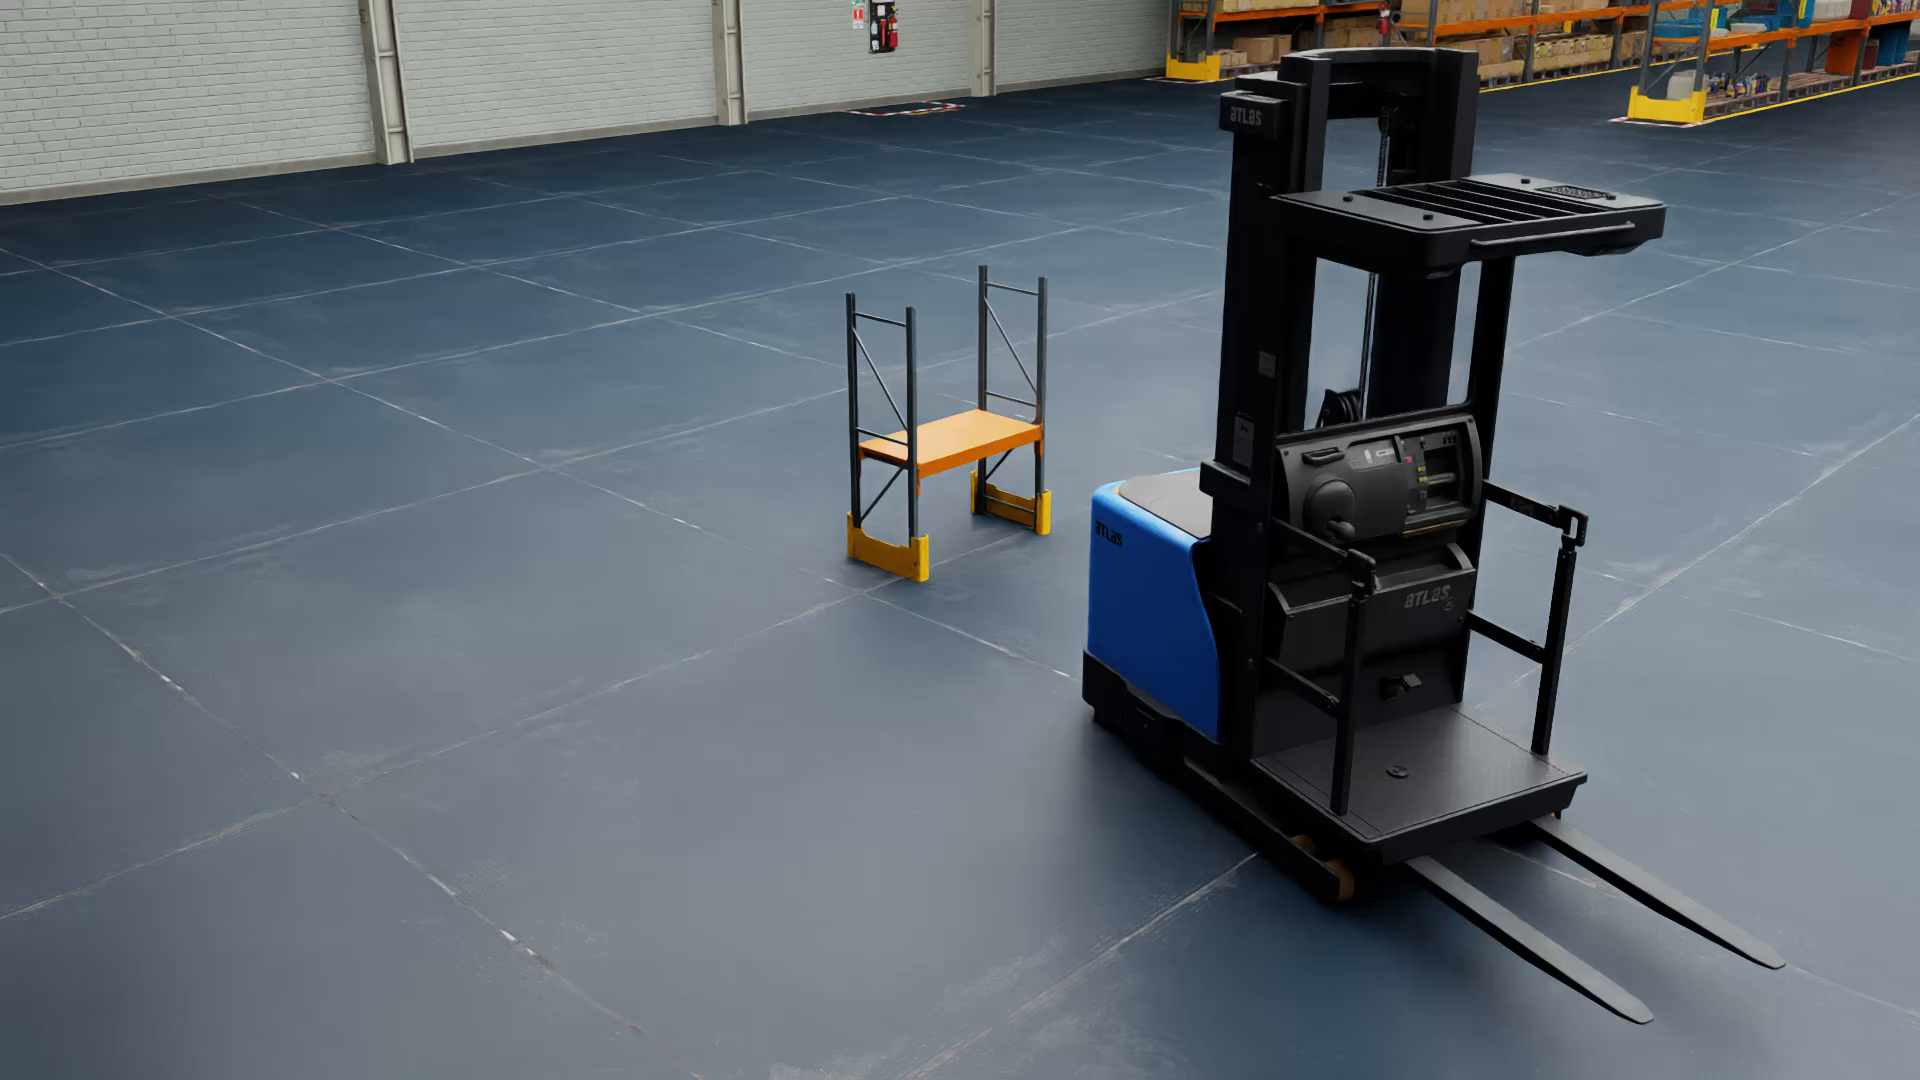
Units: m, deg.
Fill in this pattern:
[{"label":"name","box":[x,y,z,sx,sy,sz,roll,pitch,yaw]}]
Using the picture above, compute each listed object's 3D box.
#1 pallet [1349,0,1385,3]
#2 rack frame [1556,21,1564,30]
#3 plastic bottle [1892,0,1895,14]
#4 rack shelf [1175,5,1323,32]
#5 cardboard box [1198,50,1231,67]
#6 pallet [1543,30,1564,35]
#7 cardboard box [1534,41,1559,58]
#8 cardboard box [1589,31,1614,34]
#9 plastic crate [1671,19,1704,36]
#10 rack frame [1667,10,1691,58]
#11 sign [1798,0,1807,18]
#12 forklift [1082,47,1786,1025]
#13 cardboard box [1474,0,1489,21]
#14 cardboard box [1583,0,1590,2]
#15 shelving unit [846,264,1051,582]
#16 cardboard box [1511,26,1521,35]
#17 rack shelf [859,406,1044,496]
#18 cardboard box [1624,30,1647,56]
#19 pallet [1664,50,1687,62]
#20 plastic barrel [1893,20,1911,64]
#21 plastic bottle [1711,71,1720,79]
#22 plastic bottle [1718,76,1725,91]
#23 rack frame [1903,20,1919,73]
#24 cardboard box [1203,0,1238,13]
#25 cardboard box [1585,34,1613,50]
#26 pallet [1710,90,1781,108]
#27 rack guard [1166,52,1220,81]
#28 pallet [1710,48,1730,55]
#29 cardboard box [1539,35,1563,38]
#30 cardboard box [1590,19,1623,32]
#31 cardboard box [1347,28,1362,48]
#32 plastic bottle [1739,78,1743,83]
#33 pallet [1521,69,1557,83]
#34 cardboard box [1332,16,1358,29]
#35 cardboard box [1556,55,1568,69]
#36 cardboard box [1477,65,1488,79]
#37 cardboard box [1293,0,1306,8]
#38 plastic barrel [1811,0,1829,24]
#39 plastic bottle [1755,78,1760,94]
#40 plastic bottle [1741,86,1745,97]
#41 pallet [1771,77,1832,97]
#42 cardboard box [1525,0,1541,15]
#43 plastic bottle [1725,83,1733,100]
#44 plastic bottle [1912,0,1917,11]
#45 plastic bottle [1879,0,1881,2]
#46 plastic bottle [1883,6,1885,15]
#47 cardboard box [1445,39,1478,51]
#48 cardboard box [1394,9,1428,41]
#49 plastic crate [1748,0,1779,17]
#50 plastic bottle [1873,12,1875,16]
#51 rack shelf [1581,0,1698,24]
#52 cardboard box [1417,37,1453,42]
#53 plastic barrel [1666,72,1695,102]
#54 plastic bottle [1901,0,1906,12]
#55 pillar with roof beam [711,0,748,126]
[{"label":"pallet","box":[8.984,-12.390,37.895,1.003,0.211,1.213,19,28,41]},{"label":"rack frame","box":[15.916,-15.055,44.562,1.000,3.000,0.127,19,28,41]},{"label":"plastic bottle","box":[18.873,-10.809,33.694,0.097,0.271,0.097,0,21,0]},{"label":"rack shelf","box":[6.150,-11.120,35.328,1.077,0.370,4.000,19,28,41]},{"label":"cardboard box","box":[5.302,-10.047,34.669,0.500,0.311,0.500,15,26,35]},{"label":"pallet","box":[15.415,-13.528,44.476,1.003,0.211,1.213,19,28,41]},{"label":"cardboard box","box":[11.917,-10.077,34.076,0.500,0.311,0.500,19,28,40]},{"label":"cardboard box","box":[14.372,-11.097,37.136,0.500,0.500,0.500,-19,28,-40]},{"label":"plastic crate","box":[12.445,-8.762,28.397,0.499,0.251,0.408,19,28,41]},{"label":"rack frame","box":[16.678,-12.788,38.663,1.000,3.000,0.127,19,28,41]},{"label":"sign","box":[15.030,-9.479,29.670,0.100,0.325,0.005,19,28,41]},{"label":"forklift","box":[1.682,-0.214,6.045,1.130,2.935,3.031,-11,23,-26]},{"label":"cardboard box","box":[9.719,-10.265,31.961,0.500,0.500,0.700,-19,28,-40]},{"label":"cardboard box","box":[13.125,-11.536,35.532,0.500,0.311,0.500,19,28,40]},{"label":"shelving unit","box":[-0.053,-0.680,9.255,0.587,1.500,1.083,19,28,41]},{"label":"cardboard box","box":[14.074,-13.351,43.027,0.700,0.500,0.500,19,28,40]},{"label":"rack shelf","box":[-0.060,-0.510,9.313,0.538,0.185,1.000,19,28,41]},{"label":"cardboard box","box":[15.124,-11.107,37.162,0.500,0.500,0.500,19,28,40]},{"label":"pallet","box":[16.138,-11.267,38.595,1.003,0.211,1.213,19,28,41]},{"label":"plastic barrel","box":[19.833,-10.628,35.384,0.600,0.901,0.708,19,28,41]},{"label":"plastic bottle","box":[13.651,-8.307,30.086,0.144,0.351,0.185,18,27,38]},{"label":"plastic bottle","box":[13.768,-8.251,30.050,0.097,0.271,0.097,0,21,0]},{"label":"rack frame","box":[20.224,-11.547,35.435,1.000,3.000,0.127,19,28,41]},{"label":"cardboard box","box":[5.323,-10.927,34.004,0.500,0.250,0.500,18,28,39]},{"label":"cardboard box","box":[13.698,-10.737,35.795,0.500,0.311,0.500,-19,28,-41]},{"label":"pallet","box":[14.145,-8.027,30.163,1.003,0.211,1.213,19,28,41]},{"label":"rack guard","box":[4.808,-9.795,34.360,1.175,0.500,0.348,19,28,41]},{"label":"pallet","box":[18.009,-11.977,40.442,1.003,0.211,1.213,19,28,41]},{"label":"cardboard box","box":[12.594,-10.605,35.450,0.500,0.311,0.500,18,28,39]},{"label":"cardboard box","box":[14.408,-11.463,37.042,0.500,0.250,0.500,-19,28,-40]},{"label":"cardboard box","box":[8.756,-11.468,38.102,0.700,0.500,0.500,20,28,41]},{"label":"plastic bottle","box":[13.849,-8.044,29.494,0.061,0.283,0.133,19,28,41]},{"label":"pallet","box":[11.583,-9.629,34.331,1.003,0.211,1.213,19,28,41]},{"label":"cardboard box","box":[8.712,-11.801,37.921,0.500,0.250,0.500,18,28,39]},{"label":"cardboard box","box":[12.273,-9.950,34.529,0.500,0.250,0.500,18,28,39]},{"label":"cardboard box","box":[9.888,-9.083,32.272,0.500,0.250,0.500,19,28,41]},{"label":"cardboard box","box":[7.078,-11.586,35.718,0.500,0.250,0.500,19,28,41]},{"label":"plastic barrel","box":[15.980,-9.934,31.048,0.433,0.535,0.433,0,21,0]},{"label":"plastic bottle","box":[14.183,-8.089,29.611,0.133,0.283,0.061,-18,27,-39]},{"label":"plastic bottle","box":[13.719,-7.889,29.205,0.097,0.201,0.097,0,21,0]},{"label":"pallet","box":[16.015,-8.716,31.956,1.003,0.211,1.213,19,28,41]},{"label":"cardboard box","box":[11.409,-10.799,33.698,0.500,0.250,0.500,-18,27,-39]},{"label":"plastic bottle","box":[13.341,-7.782,28.830,0.097,0.271,0.097,0,21,0]},{"label":"plastic bottle","box":[19.817,-11.206,34.616,0.144,0.351,0.185,19,28,41]},{"label":"plastic bottle","box":[19.091,-11.189,34.678,0.152,0.276,0.135,19,28,41]},{"label":"plastic bottle","box":[18.484,-10.632,33.333,0.097,0.201,0.097,0,21,0]},{"label":"cardboard box","box":[9.527,-9.308,31.814,0.500,0.500,0.500,19,28,41]},{"label":"cardboard box","box":[10.943,-12.347,39.928,0.750,0.750,0.750,19,28,40]},{"label":"plastic crate","box":[14.762,-9.721,30.597,0.402,0.464,0.583,19,28,41]},{"label":"plastic bottle","box":[18.068,-10.512,32.922,0.097,0.271,0.097,0,21,0]},{"label":"rack shelf","box":[15.283,-11.938,37.455,1.077,0.370,4.000,19,28,41]},{"label":"cardboard box","box":[9.155,-9.439,32.152,0.500,0.500,0.500,19,28,41]},{"label":"plastic barrel","box":[12.257,-7.685,28.271,0.421,0.512,0.421,0,21,0]},{"label":"plastic bottle","box":[19.319,-10.989,34.157,0.152,0.276,0.135,19,28,41]},{"label":"pillar with roof beam","box":[-0.663,-9.976,22.988,9.100,9.000,0.400,19,28,41]}]
